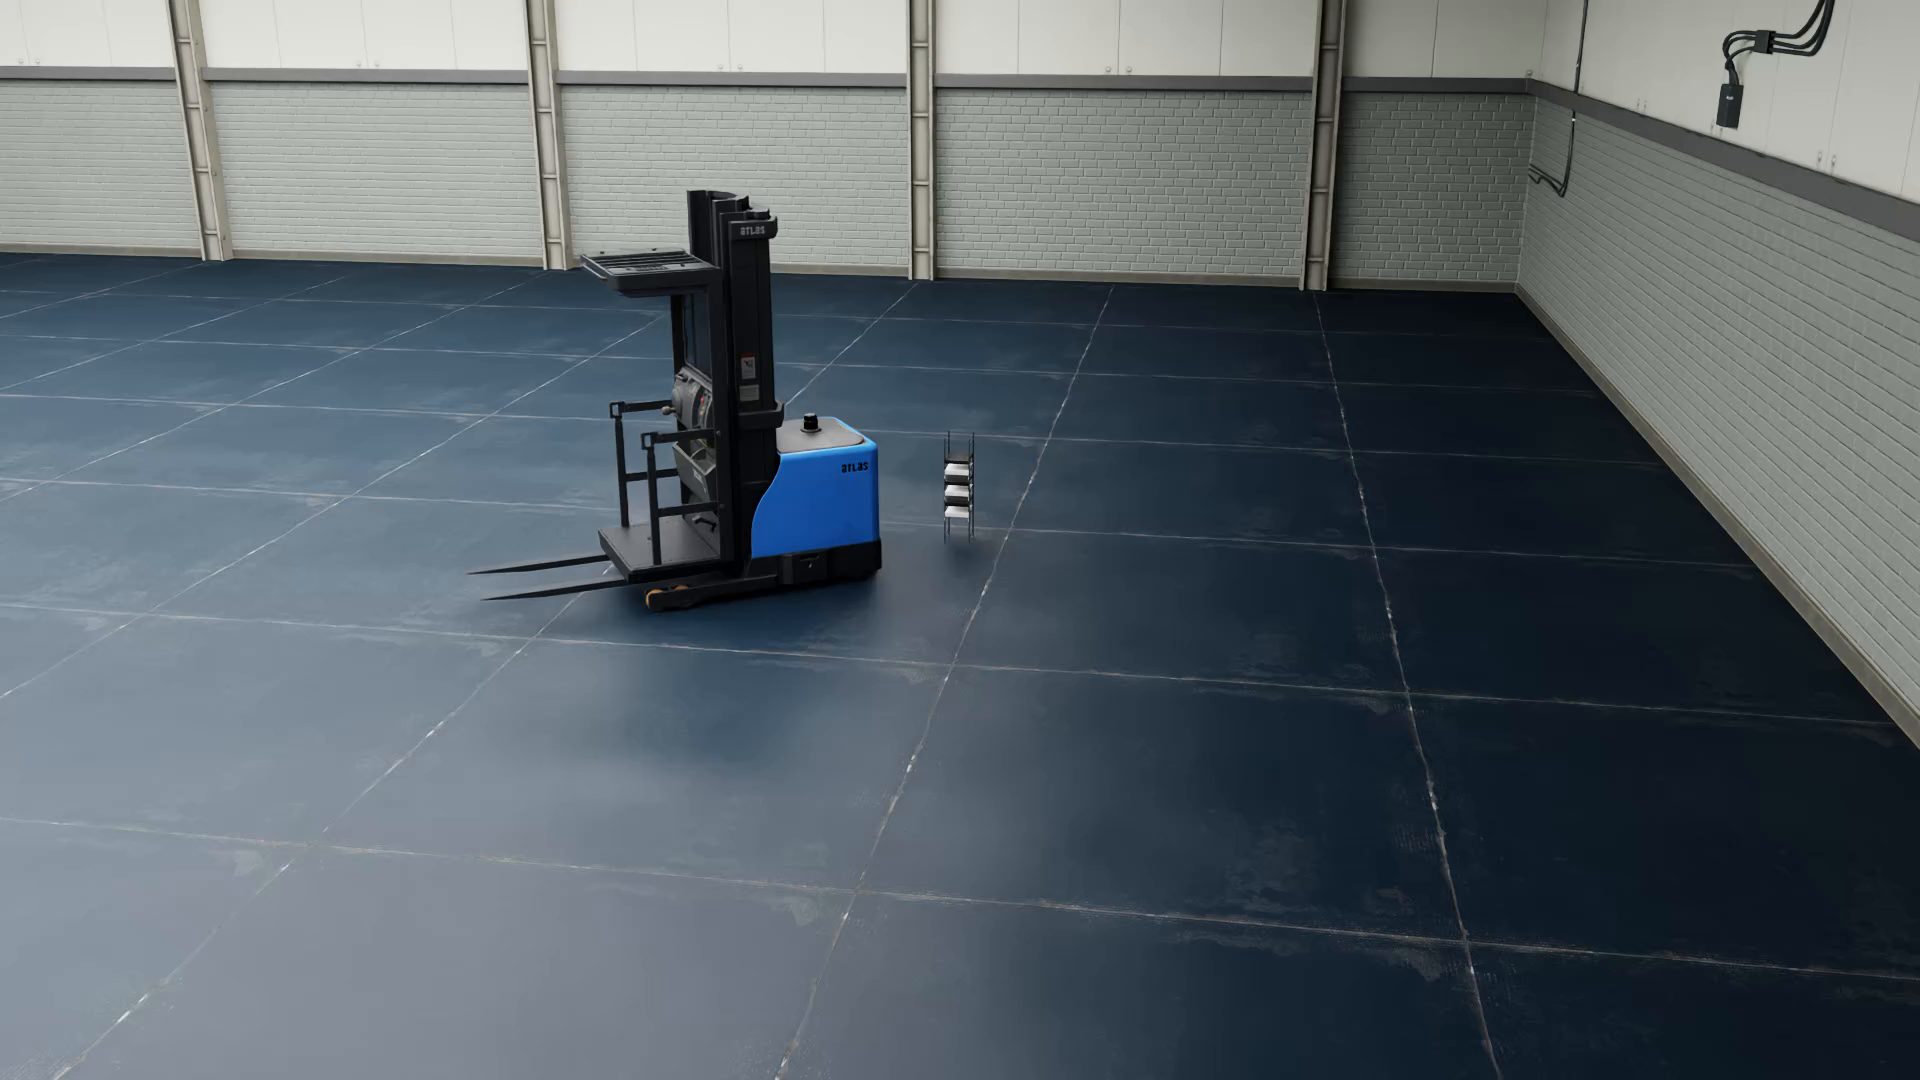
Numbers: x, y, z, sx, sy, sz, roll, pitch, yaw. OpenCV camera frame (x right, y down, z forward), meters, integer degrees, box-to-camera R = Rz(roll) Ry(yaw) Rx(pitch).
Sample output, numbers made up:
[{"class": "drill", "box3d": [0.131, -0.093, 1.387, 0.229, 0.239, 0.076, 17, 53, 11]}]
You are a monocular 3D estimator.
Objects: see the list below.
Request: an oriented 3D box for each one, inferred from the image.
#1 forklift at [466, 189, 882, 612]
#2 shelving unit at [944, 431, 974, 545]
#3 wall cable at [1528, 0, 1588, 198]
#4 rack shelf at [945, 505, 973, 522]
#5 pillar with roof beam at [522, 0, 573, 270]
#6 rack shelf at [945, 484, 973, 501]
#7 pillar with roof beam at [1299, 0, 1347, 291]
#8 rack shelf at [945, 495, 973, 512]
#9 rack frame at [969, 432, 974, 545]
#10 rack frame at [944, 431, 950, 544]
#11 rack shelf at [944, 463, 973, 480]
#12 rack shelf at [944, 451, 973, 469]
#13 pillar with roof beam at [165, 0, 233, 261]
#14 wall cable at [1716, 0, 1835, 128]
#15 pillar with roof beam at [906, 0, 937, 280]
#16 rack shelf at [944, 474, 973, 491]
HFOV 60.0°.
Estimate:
[{"class": "forklift", "box3d": [-2.172, -1.050, 12.321, 3.031, 2.935, 1.130, -8, 20, -23]}, {"class": "shelving unit", "box3d": [-0.008, -0.427, 13.662, 0.210, 0.900, 0.258, 3, 19, 9]}, {"class": "wall cable", "box3d": [8.039, -6.034, 22.550, 0.112, 2.526, 3.097, 3, 19, 9]}, {"class": "rack shelf", "box3d": [-0.008, -0.225, 13.729, 0.200, 0.077, 0.258, 3, 19, 9]}, {"class": "pillar with roof beam", "box3d": [-7.190, -7.325, 21.513, 0.400, 9.000, 9.100, 3, 19, 9]}, {"class": "rack shelf", "box3d": [-0.008, -0.396, 13.672, 0.200, 0.077, 0.258, 3, 19, 9]}, {"class": "pillar with roof beam", "box3d": [4.658, -6.721, 19.708, 0.400, 9.000, 9.100, 3, 19, 9]}, {"class": "rack shelf", "box3d": [-0.008, -0.310, 13.701, 0.200, 0.077, 0.258, 3, 19, 9]}, {"class": "rack frame", "box3d": [0.092, -0.422, 13.646, 0.006, 0.900, 0.240, 3, 19, 9]}, {"class": "rack frame", "box3d": [-0.108, -0.432, 13.677, 0.006, 0.900, 0.240, 3, 19, 9]}, {"class": "rack shelf", "box3d": [-0.008, -0.566, 13.615, 0.200, 0.077, 0.258, 3, 19, 9]}, {"class": "rack shelf", "box3d": [-0.008, -0.652, 13.586, 0.200, 0.077, 0.258, 3, 19, 9]}, {"class": "pillar with roof beam", "box3d": [-13.114, -7.627, 22.415, 0.400, 9.000, 9.100, 3, 19, 9]}, {"class": "wall cable", "box3d": [6.518, -6.146, 12.631, 0.169, 6.003, 2.305, 3, 19, 9]}, {"class": "pillar with roof beam", "box3d": [-1.266, -7.023, 20.610, 0.400, 9.000, 9.100, 3, 19, 9]}, {"class": "rack shelf", "box3d": [-0.008, -0.481, 13.644, 0.200, 0.077, 0.258, 3, 19, 9]}]
